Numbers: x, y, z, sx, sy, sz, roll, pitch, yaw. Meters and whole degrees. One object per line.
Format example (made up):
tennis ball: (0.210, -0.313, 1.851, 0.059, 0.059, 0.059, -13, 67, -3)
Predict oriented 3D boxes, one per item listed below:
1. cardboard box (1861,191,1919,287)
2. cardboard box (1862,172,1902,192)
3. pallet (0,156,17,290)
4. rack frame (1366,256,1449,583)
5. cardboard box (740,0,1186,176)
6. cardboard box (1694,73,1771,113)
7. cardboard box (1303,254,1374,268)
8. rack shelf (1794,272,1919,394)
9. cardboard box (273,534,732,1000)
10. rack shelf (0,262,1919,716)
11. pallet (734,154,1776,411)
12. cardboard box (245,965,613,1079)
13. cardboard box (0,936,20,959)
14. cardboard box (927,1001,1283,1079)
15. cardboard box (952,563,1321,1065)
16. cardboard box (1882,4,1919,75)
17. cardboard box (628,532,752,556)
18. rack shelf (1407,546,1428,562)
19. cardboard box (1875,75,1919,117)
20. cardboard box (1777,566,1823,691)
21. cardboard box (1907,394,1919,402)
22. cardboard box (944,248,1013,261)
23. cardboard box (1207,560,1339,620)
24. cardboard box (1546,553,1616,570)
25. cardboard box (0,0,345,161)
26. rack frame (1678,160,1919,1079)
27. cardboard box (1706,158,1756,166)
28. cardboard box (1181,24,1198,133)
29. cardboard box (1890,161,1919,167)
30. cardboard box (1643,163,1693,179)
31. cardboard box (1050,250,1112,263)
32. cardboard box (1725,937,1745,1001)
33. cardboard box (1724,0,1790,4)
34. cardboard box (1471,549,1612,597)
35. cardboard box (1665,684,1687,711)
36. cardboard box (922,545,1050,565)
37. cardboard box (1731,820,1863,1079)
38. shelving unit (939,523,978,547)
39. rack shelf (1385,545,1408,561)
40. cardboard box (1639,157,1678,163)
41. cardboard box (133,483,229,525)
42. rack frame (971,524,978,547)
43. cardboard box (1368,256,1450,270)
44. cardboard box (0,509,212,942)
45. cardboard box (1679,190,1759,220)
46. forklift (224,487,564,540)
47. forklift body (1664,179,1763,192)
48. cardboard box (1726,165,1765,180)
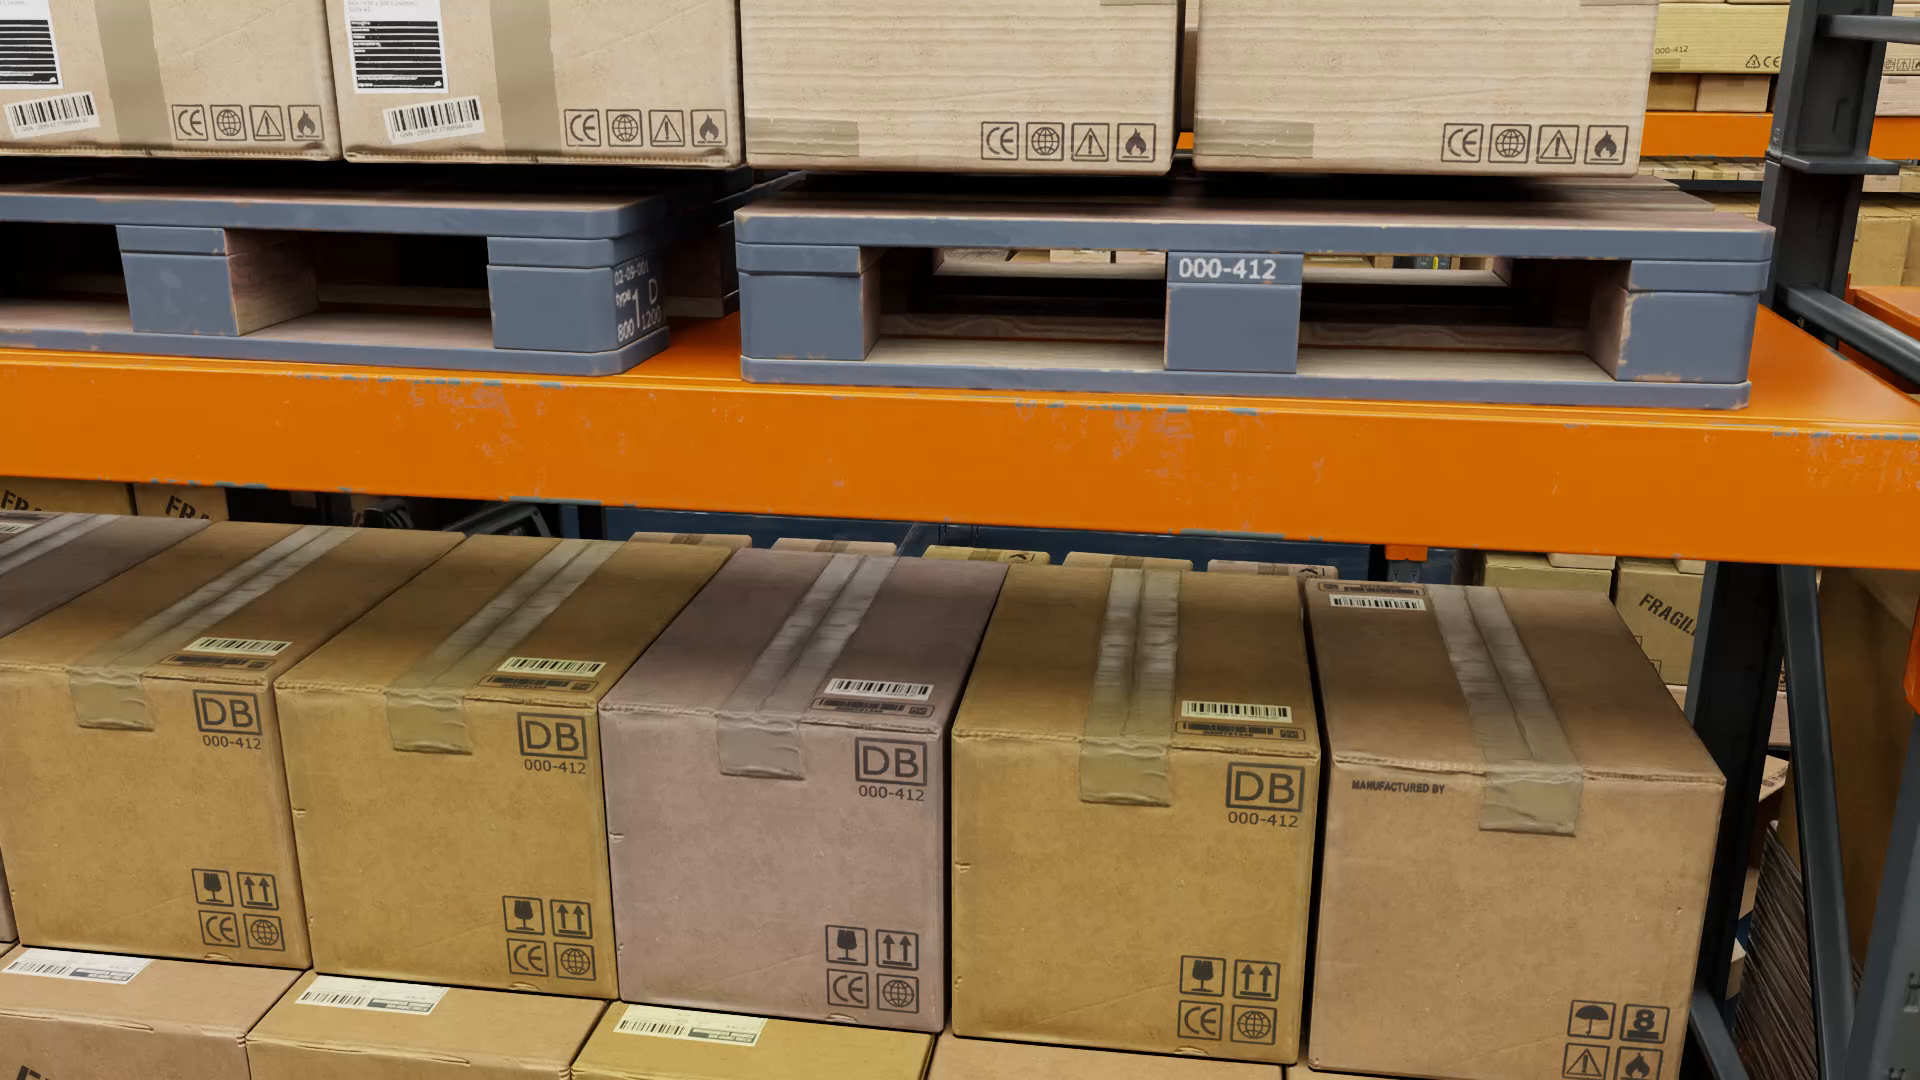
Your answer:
cardboard box: (3.891, -1.098, 6.656, 0.500, 0.500, 0.700, 3, 19, 8)
cardboard box: (6.067, -2.394, 11.083, 0.250, 0.149, 0.380, 3, 19, 9)
pallet: (-2.021, -0.552, 2.796, 1.003, 0.211, 1.213, 4, 19, 11)
rack frame: (1.969, -0.590, 7.338, 0.127, 3.000, 1.000, 3, 19, 9)
cardboard box: (0.030, -0.625, 2.133, 0.500, 0.250, 0.500, 3, 19, 8)
cardboard box: (2.991, -1.767, 6.525, 0.250, 0.149, 0.380, 3, 19, 10)
cardboard box: (1.477, -0.929, 7.063, 0.500, 0.500, 0.500, 3, 19, 8)
rack shelf: (3.259, -0.014, 2.025, 4.000, 0.370, 1.077, 3, 19, 9)
cardboard box: (-0.713, 0.345, 2.812, 0.500, 0.500, 0.700, 3, 19, 8)
rack shelf: (-0.691, -0.216, 2.627, 4.000, 0.370, 1.077, 3, 19, 9)
pallet: (0.371, -0.396, 2.334, 1.217, 0.209, 0.805, 2, 19, 6)
cardboard box: (-0.773, 0.901, 2.726, 0.500, 0.500, 0.500, 3, 19, 8)
cardboard box: (-1.763, 0.849, 2.880, 0.500, 0.500, 0.500, 3, 19, 8)
cardboard box: (0.227, 0.951, 2.576, 0.500, 0.500, 0.500, 3, 19, 8)
cardboard box: (0.285, 0.396, 2.658, 0.500, 0.500, 0.700, 3, 19, 8)
cardboard box: (3.363, -1.922, 6.360, 0.500, 0.250, 0.500, 3, 19, 9)
cardboard box: (-1.424, 0.288, 8.196, 0.625, 0.372, 0.950, 2, 19, 5)
rack shelf: (3.944, -0.148, 7.151, 4.000, 0.370, 1.077, 3, 19, 9)
cardboard box: (3.497, -1.708, 6.349, 0.250, 0.149, 0.380, 3, 19, 8)
cardboard box: (3.551, 0.324, 7.098, 0.500, 0.500, 0.500, 4, 19, 12)
cardboard box: (3.855, -0.602, 6.749, 0.500, 0.500, 0.500, 3, 19, 9)
cardboard box: (-0.039, -1.007, 7.298, 0.500, 0.500, 0.500, 2, 19, 7)
cardboard box: (1.451, 0.432, 7.765, 0.625, 0.372, 0.950, 3, 19, 9)
cardboard box: (2.623, -0.009, 7.069, 0.250, 0.149, 0.380, 3, 19, 9)
cardboard box: (-0.984, -0.705, 2.278, 0.500, 0.311, 0.500, 3, 19, 8)
rack frame: (1.284, 0.966, 2.688, 0.127, 3.000, 1.000, 3, 19, 9)
cardboard box: (5.382, -2.579, 11.634, 0.250, 0.149, 0.380, 4, 19, 10)
cardboard box: (0.299, -0.714, 2.558, 0.380, 0.149, 0.250, 3, 19, 9)
cardboard box: (6.405, -2.523, 11.469, 0.250, 0.149, 0.380, 3, 19, 8)
cardboard box: (4.800, -2.467, 11.300, 0.250, 0.149, 0.380, 3, 19, 9)
cardboard box: (0.521, -1.274, 7.074, 0.250, 0.149, 0.380, 2, 19, 6)
cardboard box: (2.433, 1.420, 5.640, 0.396, 0.266, 0.258, -11, 21, -29)
cardboard box: (3.004, -2.111, 6.298, 0.250, 0.149, 0.380, 3, 19, 8)
cardboard box: (2.509, 0.274, 7.247, 0.500, 0.500, 0.500, 4, 19, 11)
cardboard box: (3.038, 0.653, 7.296, 0.500, 0.250, 0.500, 4, 19, 12)
cardboard box: (0.054, 0.362, 7.973, 0.625, 0.372, 0.950, 4, 19, 10)
cardboard box: (1.650, 0.910, 2.620, 0.550, 0.550, 0.875, 3, 19, 9)
shelving unit: (-0.008, -0.427, 10.162, 0.210, 0.900, 0.258, 3, 19, 9)
rack shelf: (-0.005, -0.349, 7.753, 4.000, 0.370, 1.077, 3, 19, 9)
cardboard box: (4.882, -2.610, 11.728, 0.250, 0.149, 0.380, 3, 19, 9)
cardboard box: (-3.529, -0.089, 8.530, 0.875, 0.875, 0.875, 3, 19, 9)
rack frame: (0.092, -0.422, 10.146, 0.006, 0.900, 0.240, 3, 19, 9)
cardboard box: (3.150, -2.088, 11.659, 0.500, 0.500, 0.500, 2, 19, 7)
cardboard box: (-1.724, 0.294, 2.963, 0.500, 0.500, 0.700, 3, 19, 8)
cardboard box: (2.870, -1.130, 6.750, 0.500, 0.500, 0.700, 3, 19, 9)
forklift: (-1.397, 0.165, 5.191, 3.031, 2.935, 1.130, 8, 20, 22)
forklift body: (4.541, -1.065, 10.096, 1.214, 2.155, 2.313, 3, 19, 9)
cardboard box: (5.295, -2.413, 11.139, 0.250, 0.149, 0.380, 3, 19, 10)
